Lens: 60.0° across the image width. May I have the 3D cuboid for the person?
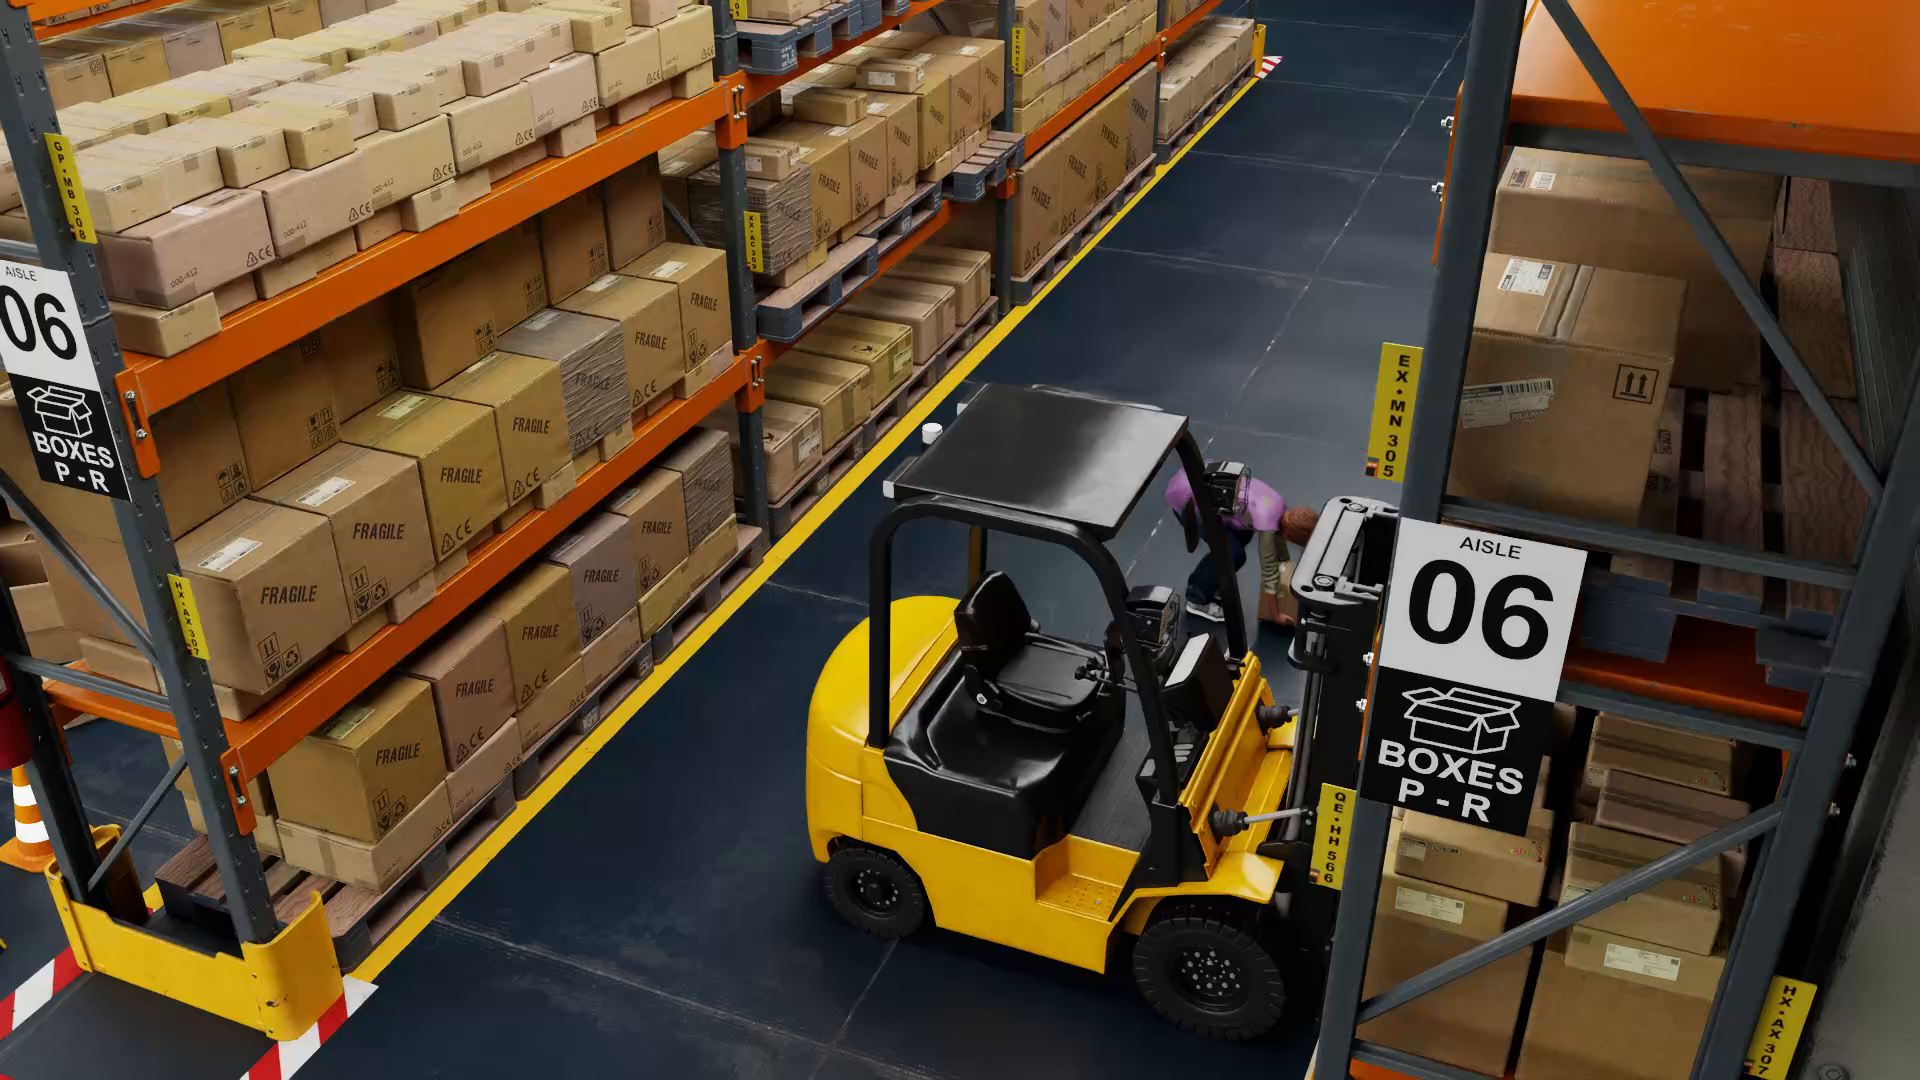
[{"bbox_3d":[1.534,0.013,9.081,0.855,0.886,0.419,10,32,17],"label":"person"}]
